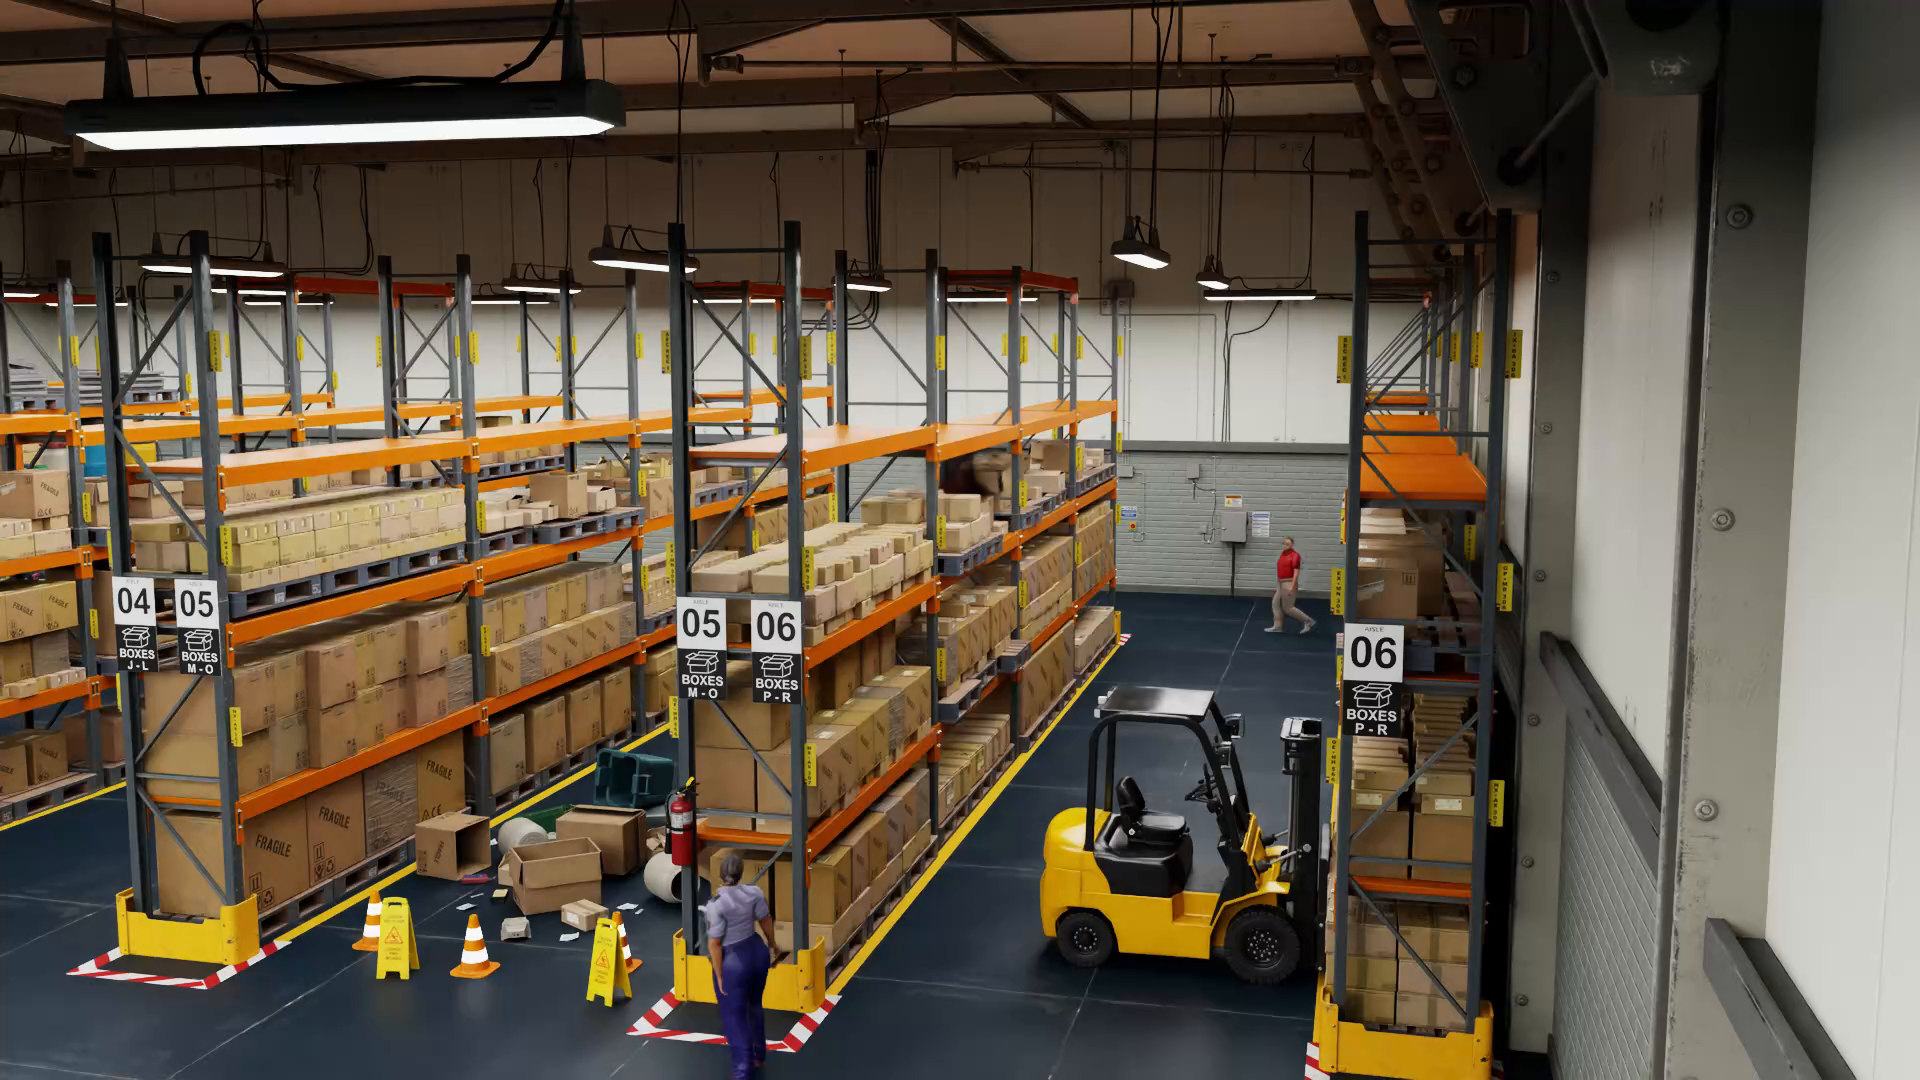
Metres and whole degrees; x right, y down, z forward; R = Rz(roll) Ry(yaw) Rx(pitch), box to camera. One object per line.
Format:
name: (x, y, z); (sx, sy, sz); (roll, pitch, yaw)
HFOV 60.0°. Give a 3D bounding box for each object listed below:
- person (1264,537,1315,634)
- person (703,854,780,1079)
person: (5.752, 0.788, 28.917); (0.858, 1.679, 0.556); (1, 7, 9)
person: (-1.501, 2.949, 11.546); (0.409, 1.657, 0.687); (5, 8, 33)
